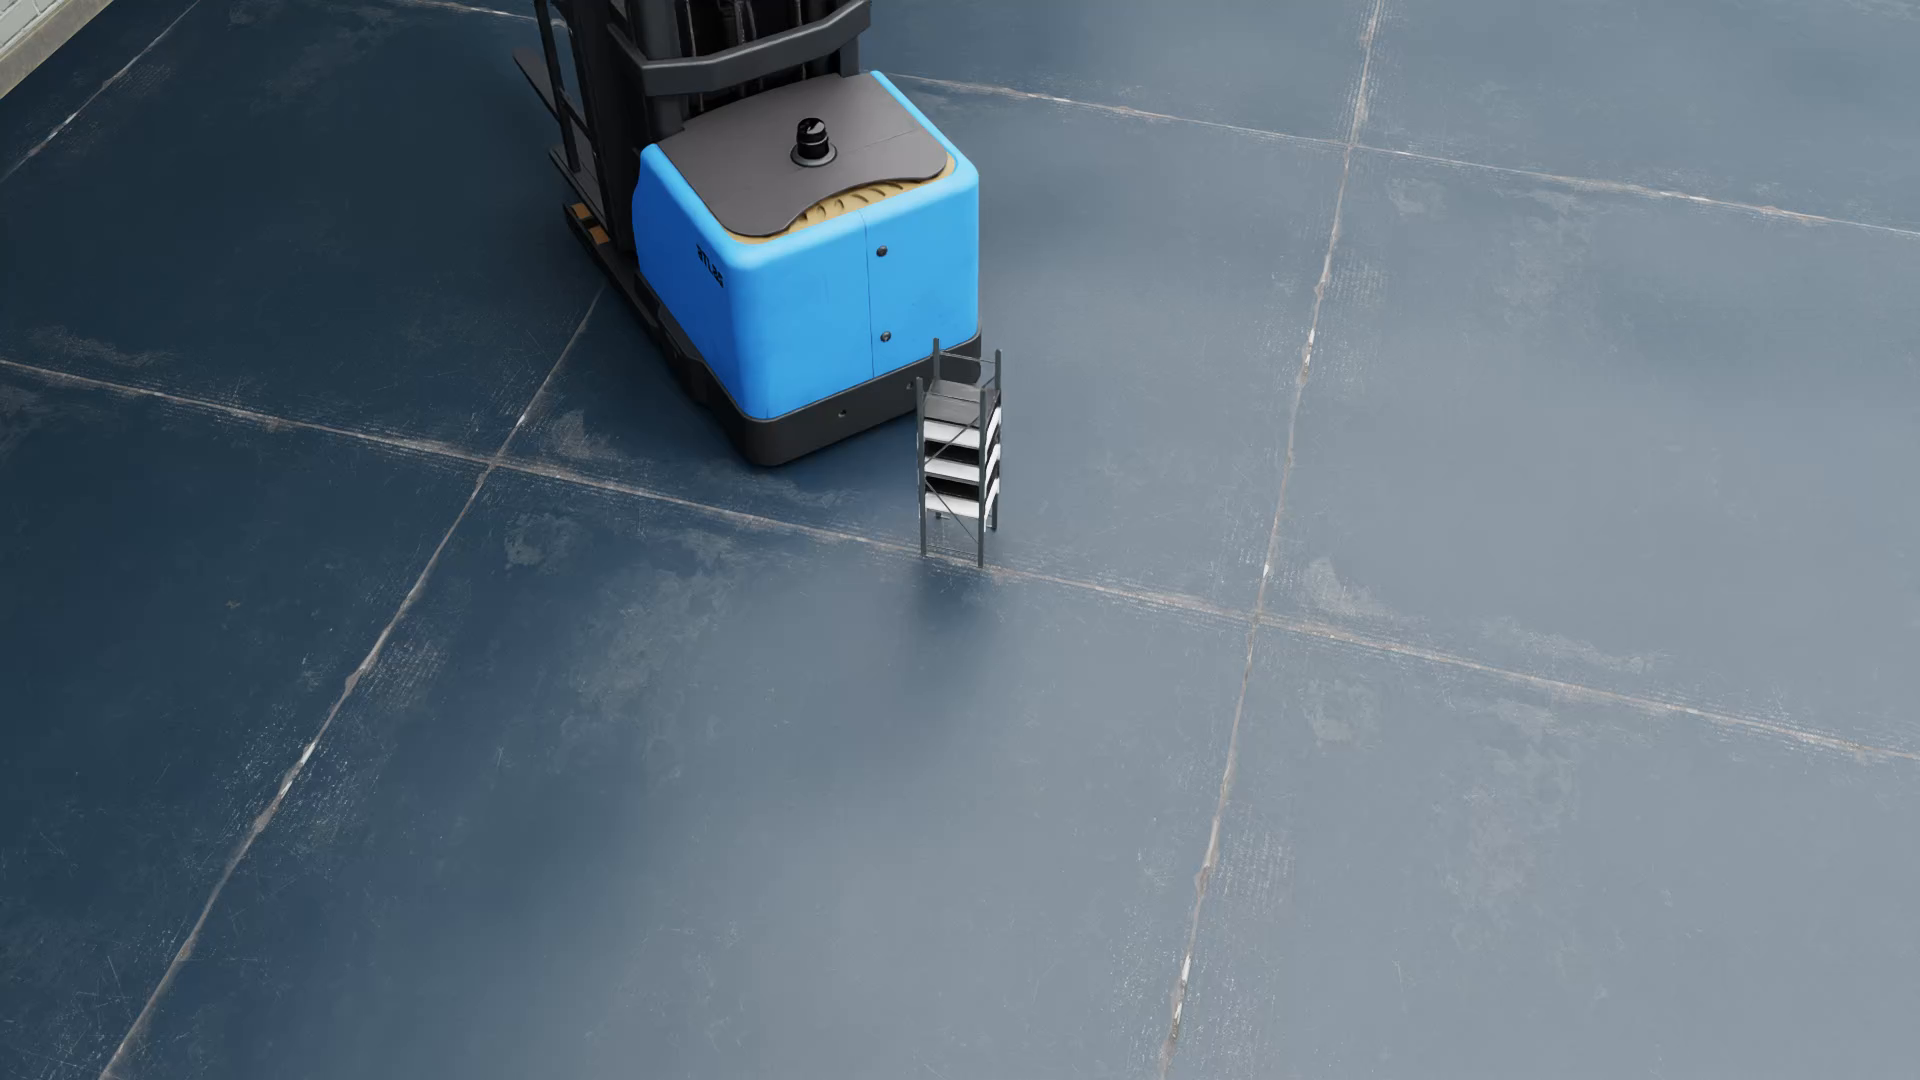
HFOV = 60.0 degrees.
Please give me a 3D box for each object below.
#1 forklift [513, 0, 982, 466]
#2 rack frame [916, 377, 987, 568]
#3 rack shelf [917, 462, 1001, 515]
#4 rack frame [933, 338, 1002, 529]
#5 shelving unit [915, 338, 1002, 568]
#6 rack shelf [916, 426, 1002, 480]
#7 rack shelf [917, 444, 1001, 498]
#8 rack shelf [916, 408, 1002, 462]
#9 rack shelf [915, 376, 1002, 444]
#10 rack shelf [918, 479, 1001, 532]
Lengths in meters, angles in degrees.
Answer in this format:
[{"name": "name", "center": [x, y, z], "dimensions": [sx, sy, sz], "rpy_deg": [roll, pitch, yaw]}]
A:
[{"name": "forklift", "center": [-1.102, -2.352, 6.371], "dimensions": [1.130, 2.935, 3.031], "rpy_deg": [-24, 53, -20]}, {"name": "rack frame", "center": [-0.029, -0.218, 5.843], "dimensions": [0.240, 0.900, 0.006], "rpy_deg": [12, 50, 10]}, {"name": "rack shelf", "center": [-0.002, -0.210, 6.000], "dimensions": [0.258, 0.077, 0.200], "rpy_deg": [12, 50, 10]}, {"name": "rack frame", "center": [0.025, -0.365, 5.972], "dimensions": [0.240, 0.900, 0.006], "rpy_deg": [12, 50, 10]}, {"name": "shelving unit", "center": [-0.002, -0.292, 5.907], "dimensions": [0.258, 0.900, 0.210], "rpy_deg": [12, 50, 10]}, {"name": "rack shelf", "center": [-0.002, -0.329, 5.865], "dimensions": [0.258, 0.077, 0.200], "rpy_deg": [12, 50, 10]}, {"name": "rack shelf", "center": [-0.002, -0.270, 5.932], "dimensions": [0.258, 0.077, 0.200], "rpy_deg": [12, 50, 10]}, {"name": "rack shelf", "center": [-0.002, -0.389, 5.797], "dimensions": [0.258, 0.077, 0.200], "rpy_deg": [12, 50, 10]}, {"name": "rack shelf", "center": [-0.002, -0.449, 5.730], "dimensions": [0.258, 0.077, 0.200], "rpy_deg": [12, 50, 10]}, {"name": "rack shelf", "center": [-0.002, -0.151, 6.067], "dimensions": [0.258, 0.077, 0.200], "rpy_deg": [12, 50, 10]}]
